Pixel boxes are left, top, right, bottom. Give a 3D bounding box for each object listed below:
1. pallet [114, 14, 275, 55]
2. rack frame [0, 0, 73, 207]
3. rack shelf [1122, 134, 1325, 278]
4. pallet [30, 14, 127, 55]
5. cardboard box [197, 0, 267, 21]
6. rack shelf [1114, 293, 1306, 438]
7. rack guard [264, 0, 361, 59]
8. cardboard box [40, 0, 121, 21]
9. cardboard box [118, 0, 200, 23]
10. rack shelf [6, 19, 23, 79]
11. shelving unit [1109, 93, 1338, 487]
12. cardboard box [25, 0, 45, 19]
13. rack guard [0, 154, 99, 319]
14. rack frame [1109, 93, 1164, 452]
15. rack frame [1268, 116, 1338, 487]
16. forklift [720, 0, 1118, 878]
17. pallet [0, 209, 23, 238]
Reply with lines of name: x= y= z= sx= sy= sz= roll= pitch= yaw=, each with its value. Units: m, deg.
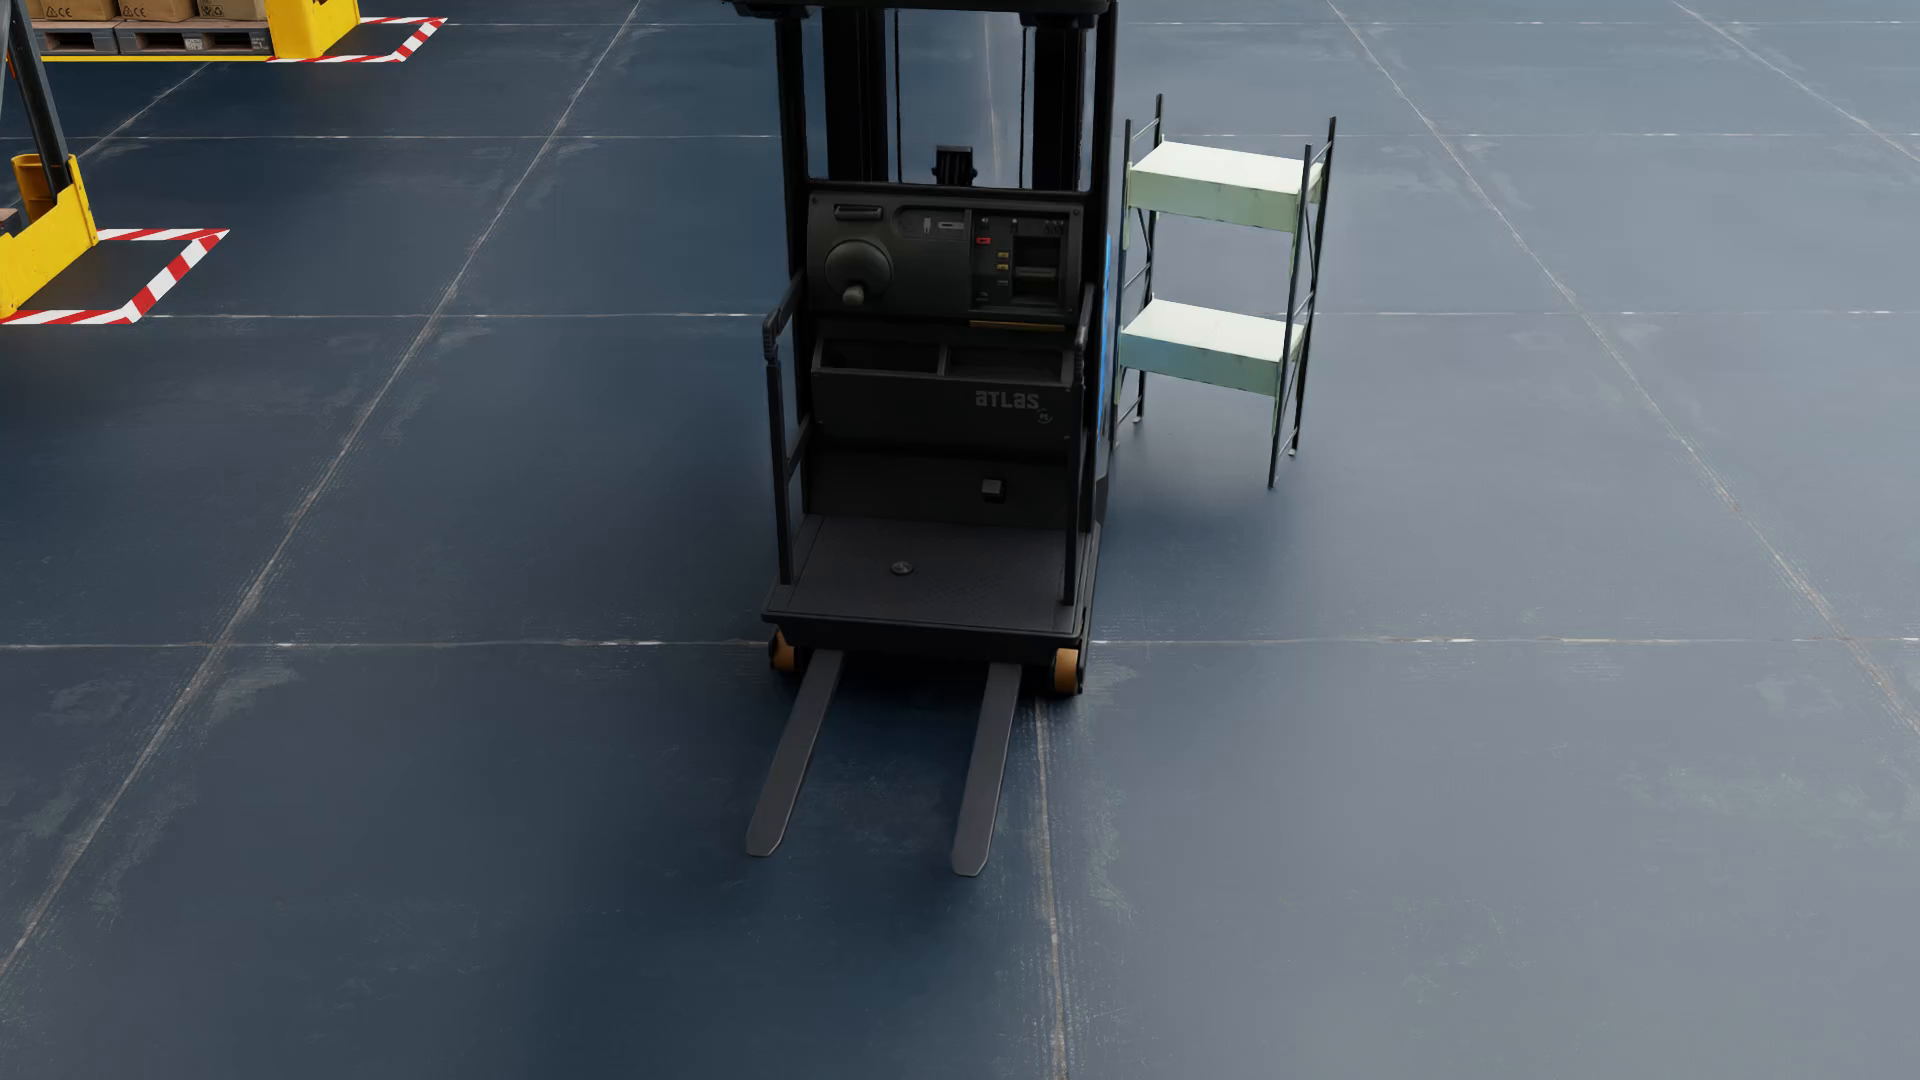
pallet: x=-5.974 y=-4.143 z=13.374 sx=1.213 sy=0.211 sz=1.003 roll=0 pitch=31 yaw=0
rack frame: x=-5.055 y=-2.750 z=8.391 sx=0.127 sy=3.000 sz=1.000 roll=0 pitch=31 yaw=0
rack shelf: x=1.085 y=-1.378 z=6.823 sx=0.720 sy=0.370 sz=0.431 roll=14 pitch=34 yaw=22
pallet: x=-7.191 y=-4.140 z=13.370 sx=1.213 sy=0.211 sz=1.003 roll=0 pitch=31 yaw=0
cardboard box: x=-5.710 y=-4.437 z=13.176 sx=0.500 sy=0.500 sz=0.500 roll=5 pitch=32 yaw=9
rack shelf: x=1.085 y=-0.766 z=7.194 sx=0.720 sy=0.370 sz=0.431 roll=14 pitch=34 yaw=22
rack guard: x=-5.161 y=-4.250 z=13.273 sx=0.348 sy=0.500 sz=1.175 roll=0 pitch=31 yaw=0
cardboard box: x=-6.933 y=-4.425 z=13.156 sx=0.500 sy=0.500 sz=0.500 roll=3 pitch=31 yaw=4
cardboard box: x=-6.307 y=-4.417 z=13.143 sx=0.500 sy=0.500 sz=0.500 roll=8 pitch=32 yaw=13
rack shelf: x=-7.055 y=-2.436 z=8.567 sx=4.000 sy=0.370 sz=1.077 roll=0 pitch=31 yaw=0
shelving unit: x=1.085 y=-1.044 z=7.025 sx=0.755 sy=1.500 sz=0.431 roll=14 pitch=34 yaw=22
cardboard box: x=-7.492 y=-4.446 z=13.192 sx=0.500 sy=0.500 sz=0.500 roll=-3 pitch=31 yaw=-5
rack guard: x=-5.131 y=-1.657 z=8.999 sx=0.348 sy=0.500 sz=1.175 roll=0 pitch=31 yaw=0
rack frame: x=0.755 y=-1.126 z=7.160 sx=0.023 sy=1.500 sz=0.400 roll=14 pitch=34 yaw=22
rack frame: x=1.416 y=-0.962 z=6.890 sx=0.023 sy=1.500 sz=0.400 roll=14 pitch=34 yaw=22
forklift: x=-0.081 y=-0.904 z=5.415 sx=1.130 sy=2.935 sz=3.031 roll=4 pitch=31 yaw=7
pallet: x=-5.943 y=-1.533 z=9.074 sx=1.213 sy=0.211 sz=1.003 roll=0 pitch=31 yaw=0
